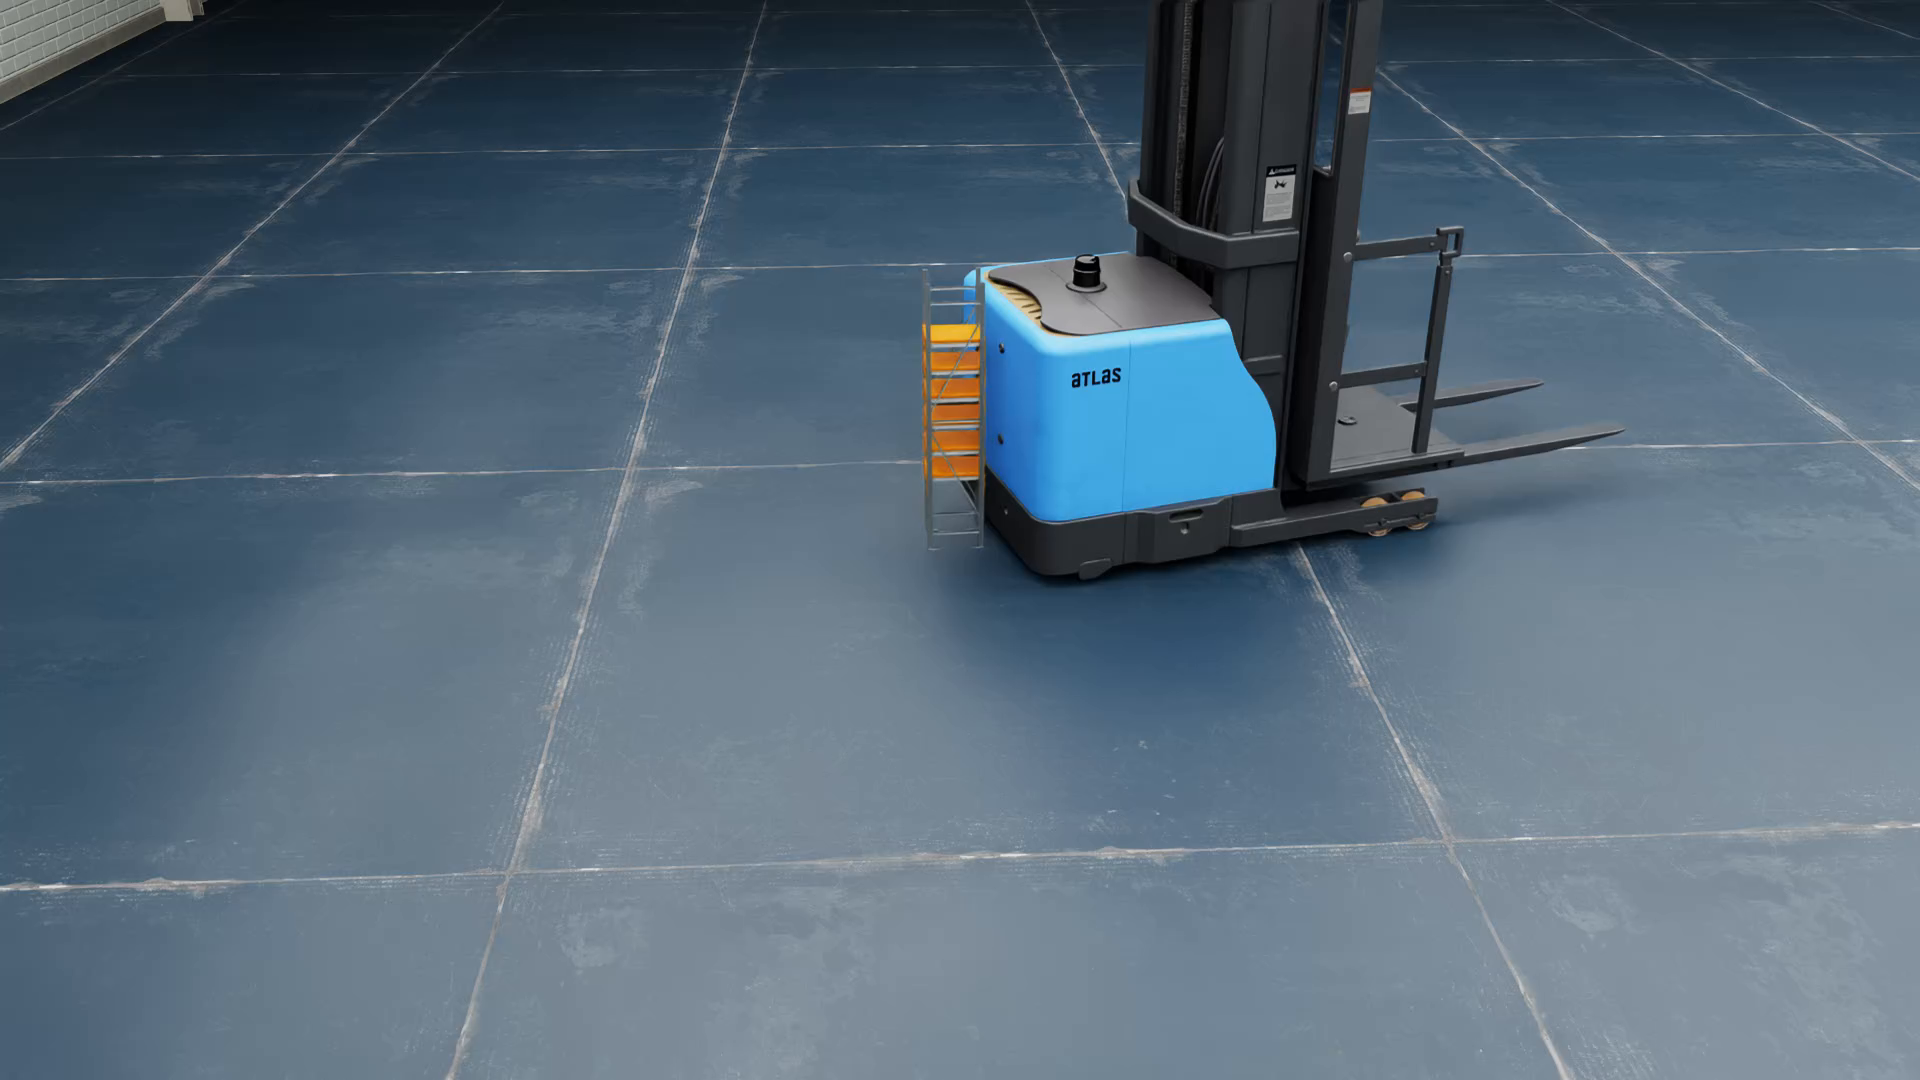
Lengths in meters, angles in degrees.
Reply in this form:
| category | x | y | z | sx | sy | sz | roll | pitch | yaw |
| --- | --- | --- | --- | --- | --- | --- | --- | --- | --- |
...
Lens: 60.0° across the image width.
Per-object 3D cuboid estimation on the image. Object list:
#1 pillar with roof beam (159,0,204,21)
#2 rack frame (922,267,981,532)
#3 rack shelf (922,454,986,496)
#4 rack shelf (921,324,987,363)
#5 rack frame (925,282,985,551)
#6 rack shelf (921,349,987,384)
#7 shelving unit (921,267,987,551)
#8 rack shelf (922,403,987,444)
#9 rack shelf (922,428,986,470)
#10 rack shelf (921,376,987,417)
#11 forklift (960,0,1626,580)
| category | x | y | z | sx | sy | sz | roll | pitch | yaw |
| --- | --- | --- | --- | --- | --- | --- | --- | --- | --- |
| pillar with roof beam | -4.209 | -9.821 | 16.348 | 9.100 | 9.000 | 0.400 | -1 | 28 | -3 |
| rack frame | -0.034 | -0.574 | 7.054 | 0.240 | 1.200 | 0.006 | -2 | 28 | -5 |
| rack shelf | -0.026 | -0.280 | 7.105 | 0.258 | 0.103 | 0.180 | -2 | 28 | -5 |
| rack shelf | -0.026 | -0.812 | 6.827 | 0.258 | 0.103 | 0.180 | -2 | 28 | -5 |
| rack frame | -0.018 | -0.490 | 6.892 | 0.240 | 1.200 | 0.006 | -2 | 28 | -5 |
| rack shelf | -0.026 | -0.706 | 6.883 | 0.258 | 0.103 | 0.180 | -2 | 28 | -5 |
| shelving unit | -0.026 | -0.532 | 6.973 | 0.258 | 1.200 | 0.189 | -2 | 28 | -5 |
| rack shelf | -0.026 | -0.493 | 6.994 | 0.258 | 0.103 | 0.180 | -2 | 28 | -5 |
| rack shelf | -0.026 | -0.387 | 7.049 | 0.258 | 0.103 | 0.180 | -2 | 28 | -5 |
| rack shelf | -0.026 | -0.599 | 6.938 | 0.258 | 0.103 | 0.180 | -2 | 28 | -5 |
| forklift | 1.575 | -1.535 | 7.024 | 3.031 | 2.935 | 1.130 | -9 | 29 | -17 |
